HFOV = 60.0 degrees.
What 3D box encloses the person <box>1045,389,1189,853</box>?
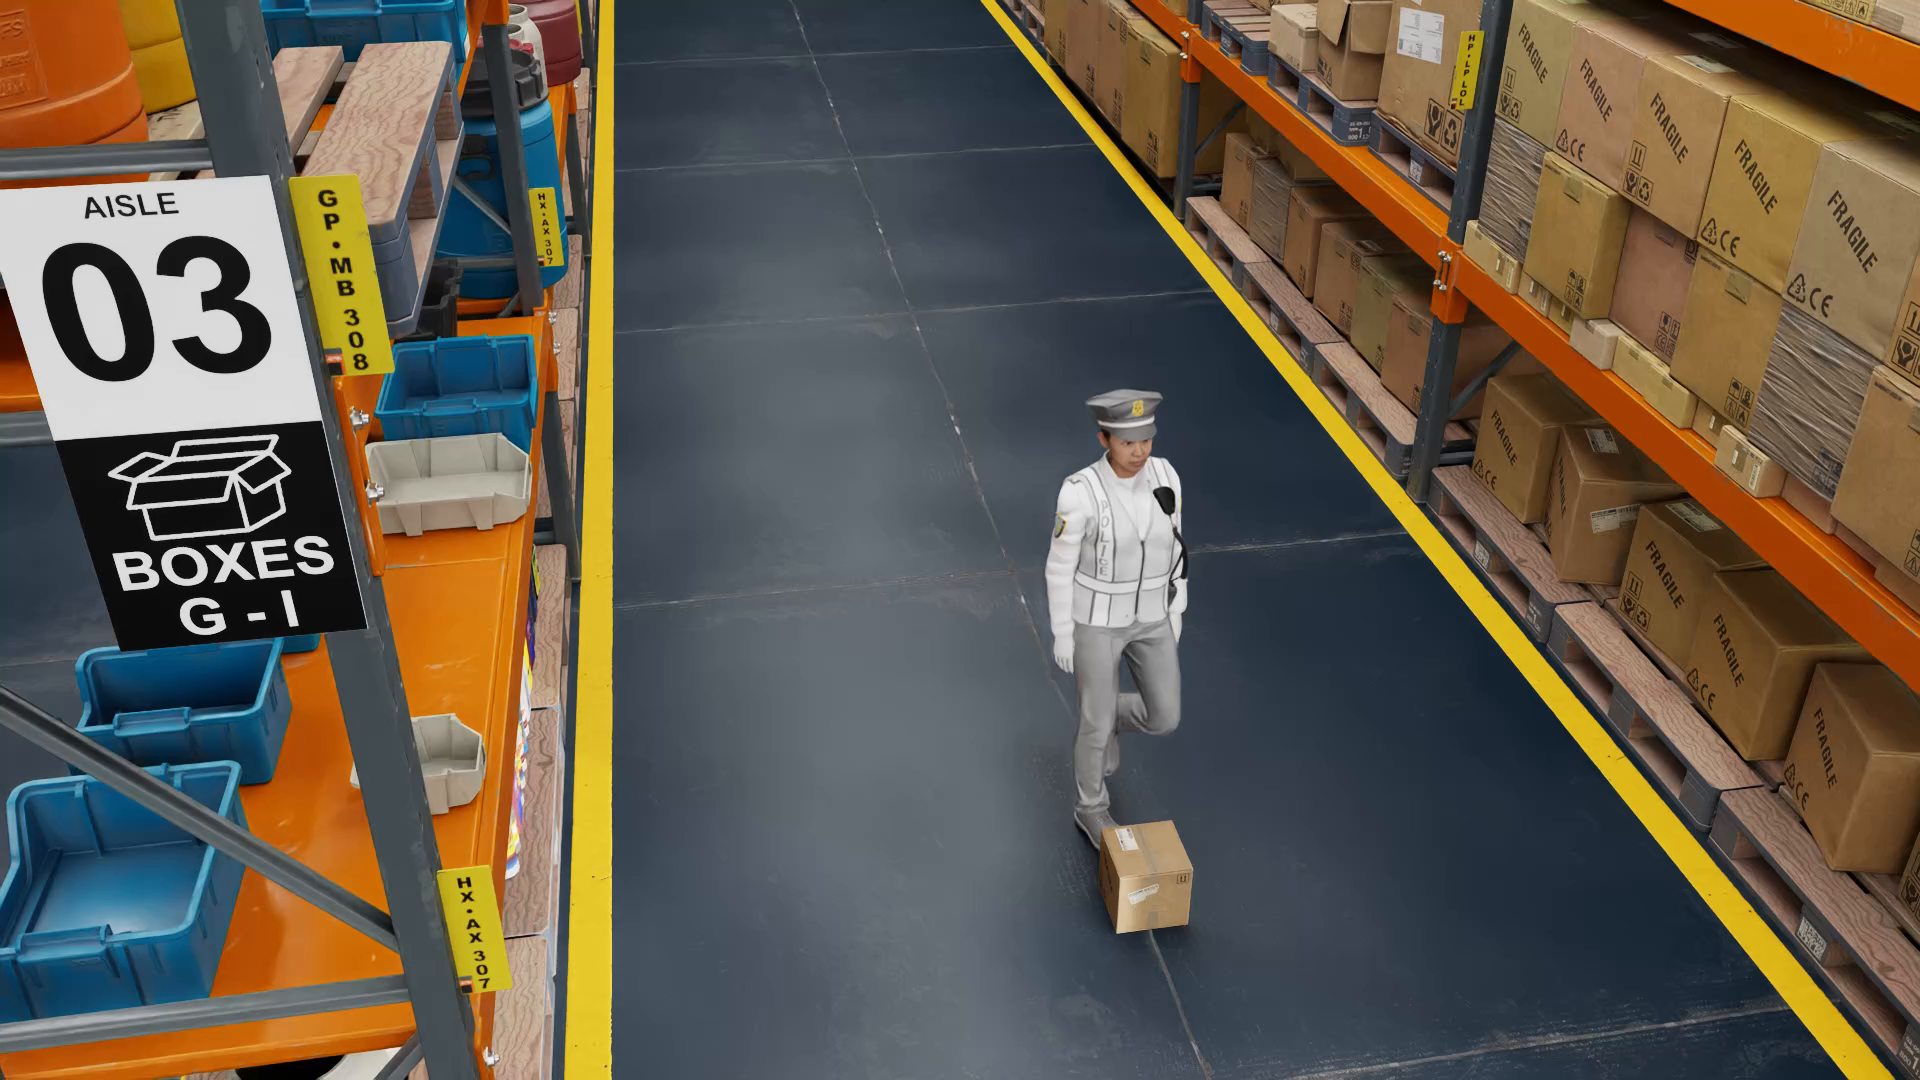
[{"bbox_3d":[0.540,0.265,5.652,0.506,1.683,0.535,-13,33,-21],"label":"person"}]
